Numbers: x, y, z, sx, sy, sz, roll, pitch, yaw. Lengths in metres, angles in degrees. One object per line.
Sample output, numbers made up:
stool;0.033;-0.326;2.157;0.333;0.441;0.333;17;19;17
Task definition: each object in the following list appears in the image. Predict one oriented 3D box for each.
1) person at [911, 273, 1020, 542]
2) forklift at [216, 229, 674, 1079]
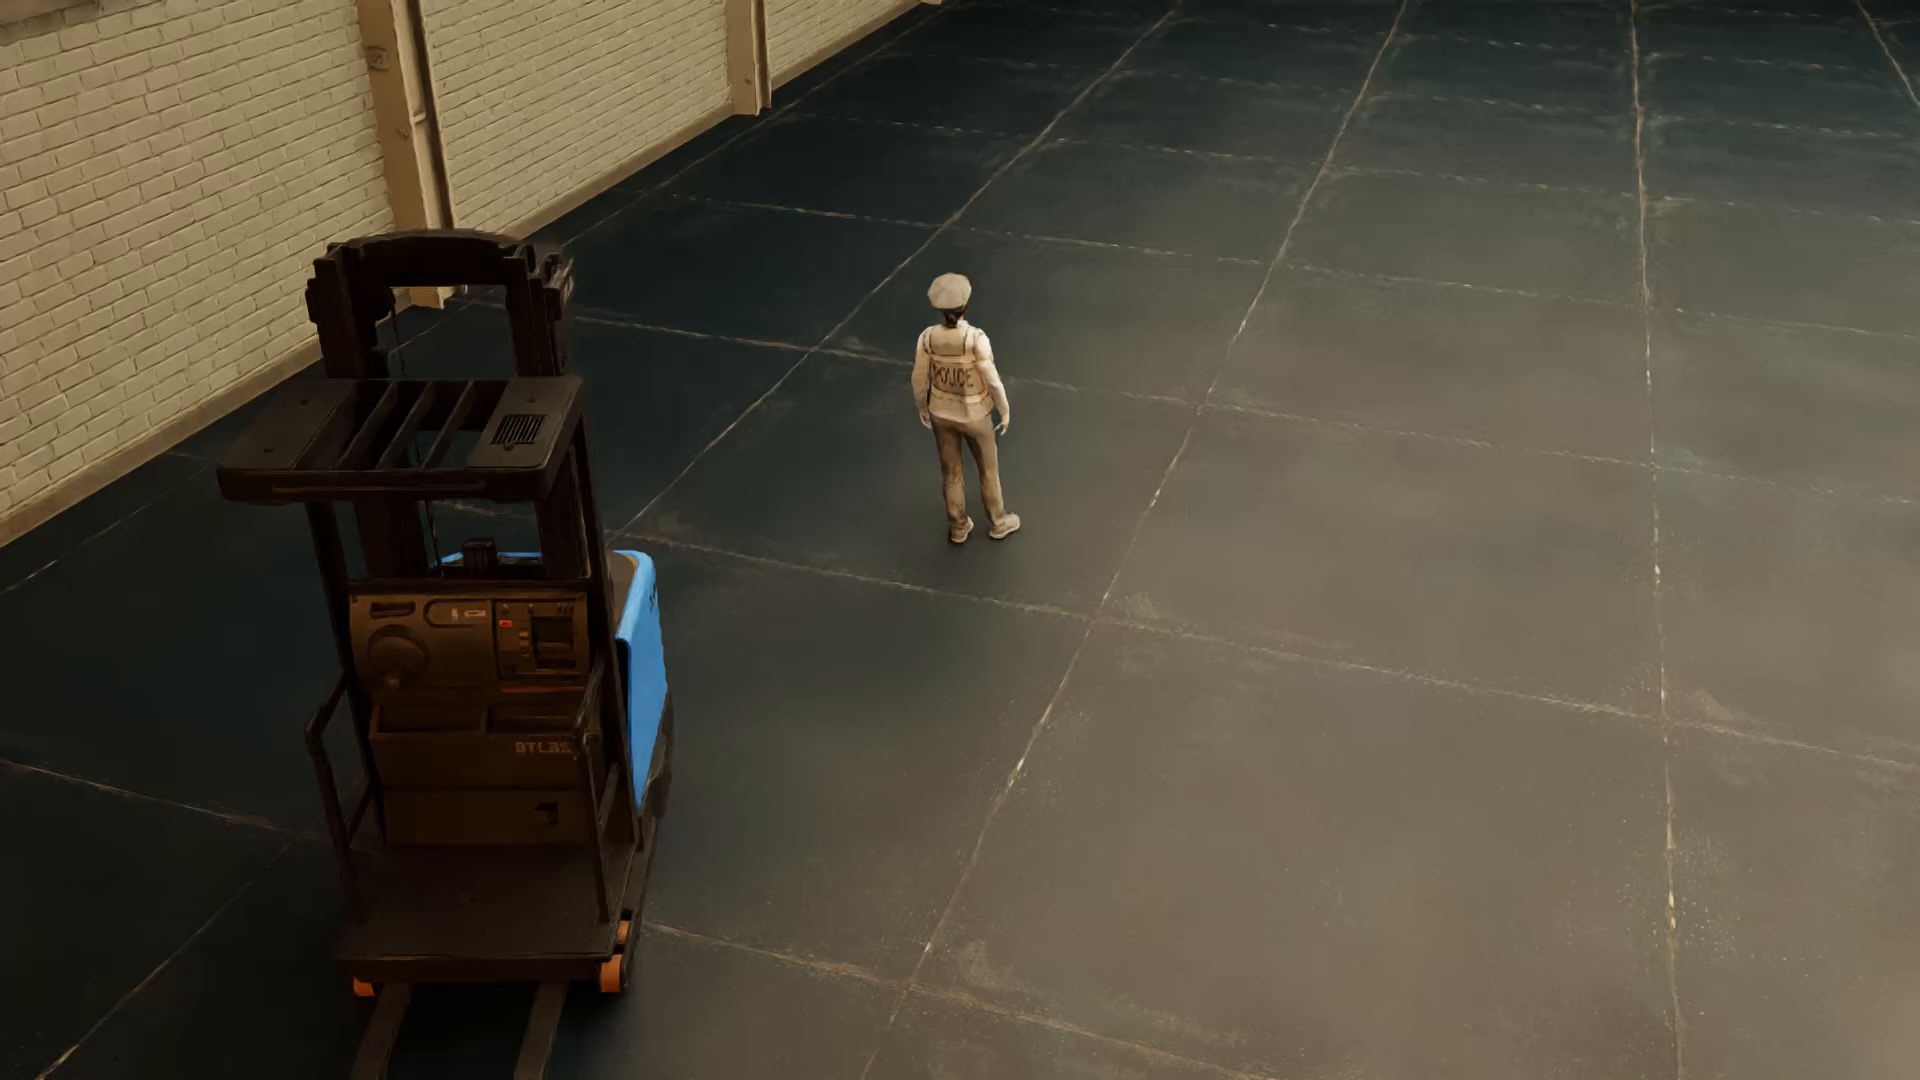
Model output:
person;0.029;-0.773;9.727;0.586;1.695;0.533;10;31;16
forklift;-1.923;0.438;6.369;1.130;2.935;3.031;-1;30;-1
